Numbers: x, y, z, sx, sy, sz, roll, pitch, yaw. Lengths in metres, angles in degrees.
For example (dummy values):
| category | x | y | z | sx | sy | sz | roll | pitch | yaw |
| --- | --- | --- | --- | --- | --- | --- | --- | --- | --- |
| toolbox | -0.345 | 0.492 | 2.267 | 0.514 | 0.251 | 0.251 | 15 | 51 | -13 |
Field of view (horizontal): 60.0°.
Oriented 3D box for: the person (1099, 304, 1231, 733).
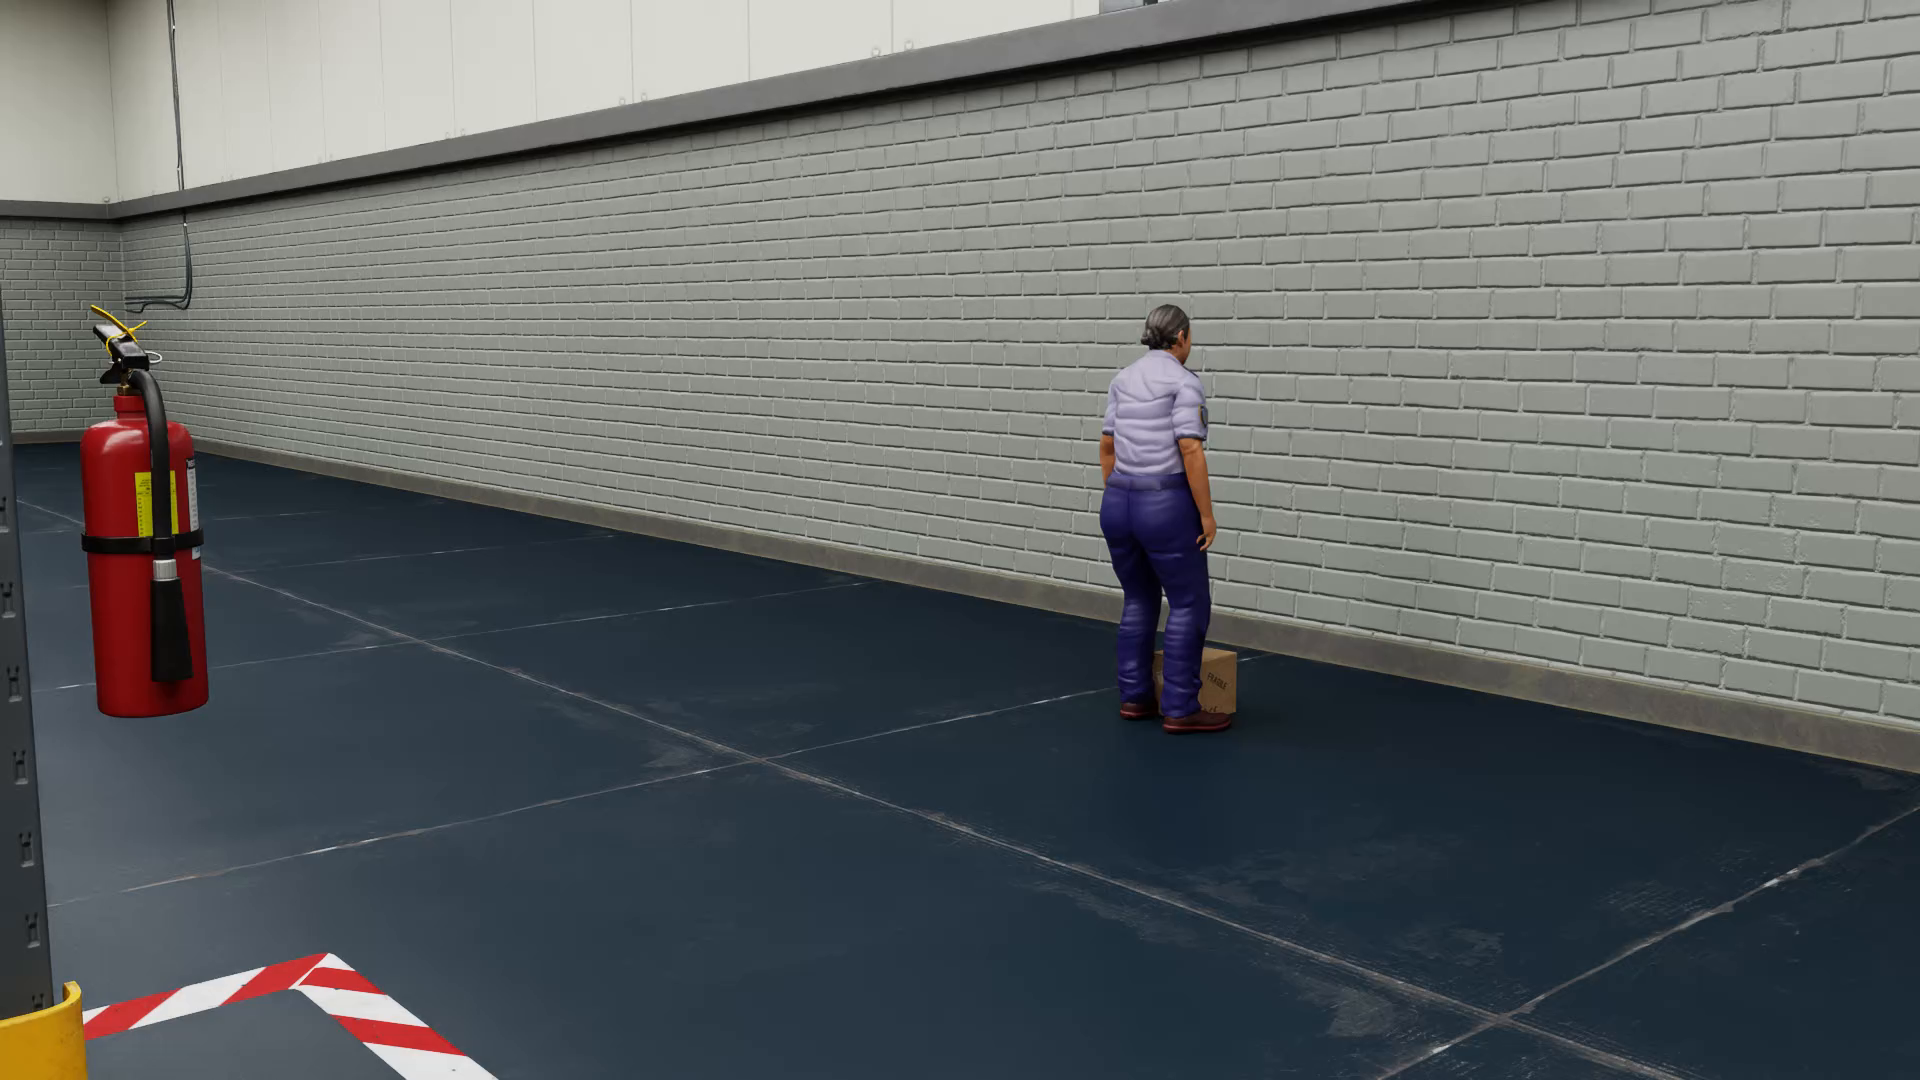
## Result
| category | x | y | z | sx | sy | sz | roll | pitch | yaw |
| --- | --- | --- | --- | --- | --- | --- | --- | --- | --- |
| person | 0.793 | -0.094 | 6.529 | 0.414 | 1.652 | 0.543 | -7 | 10 | -41 |
